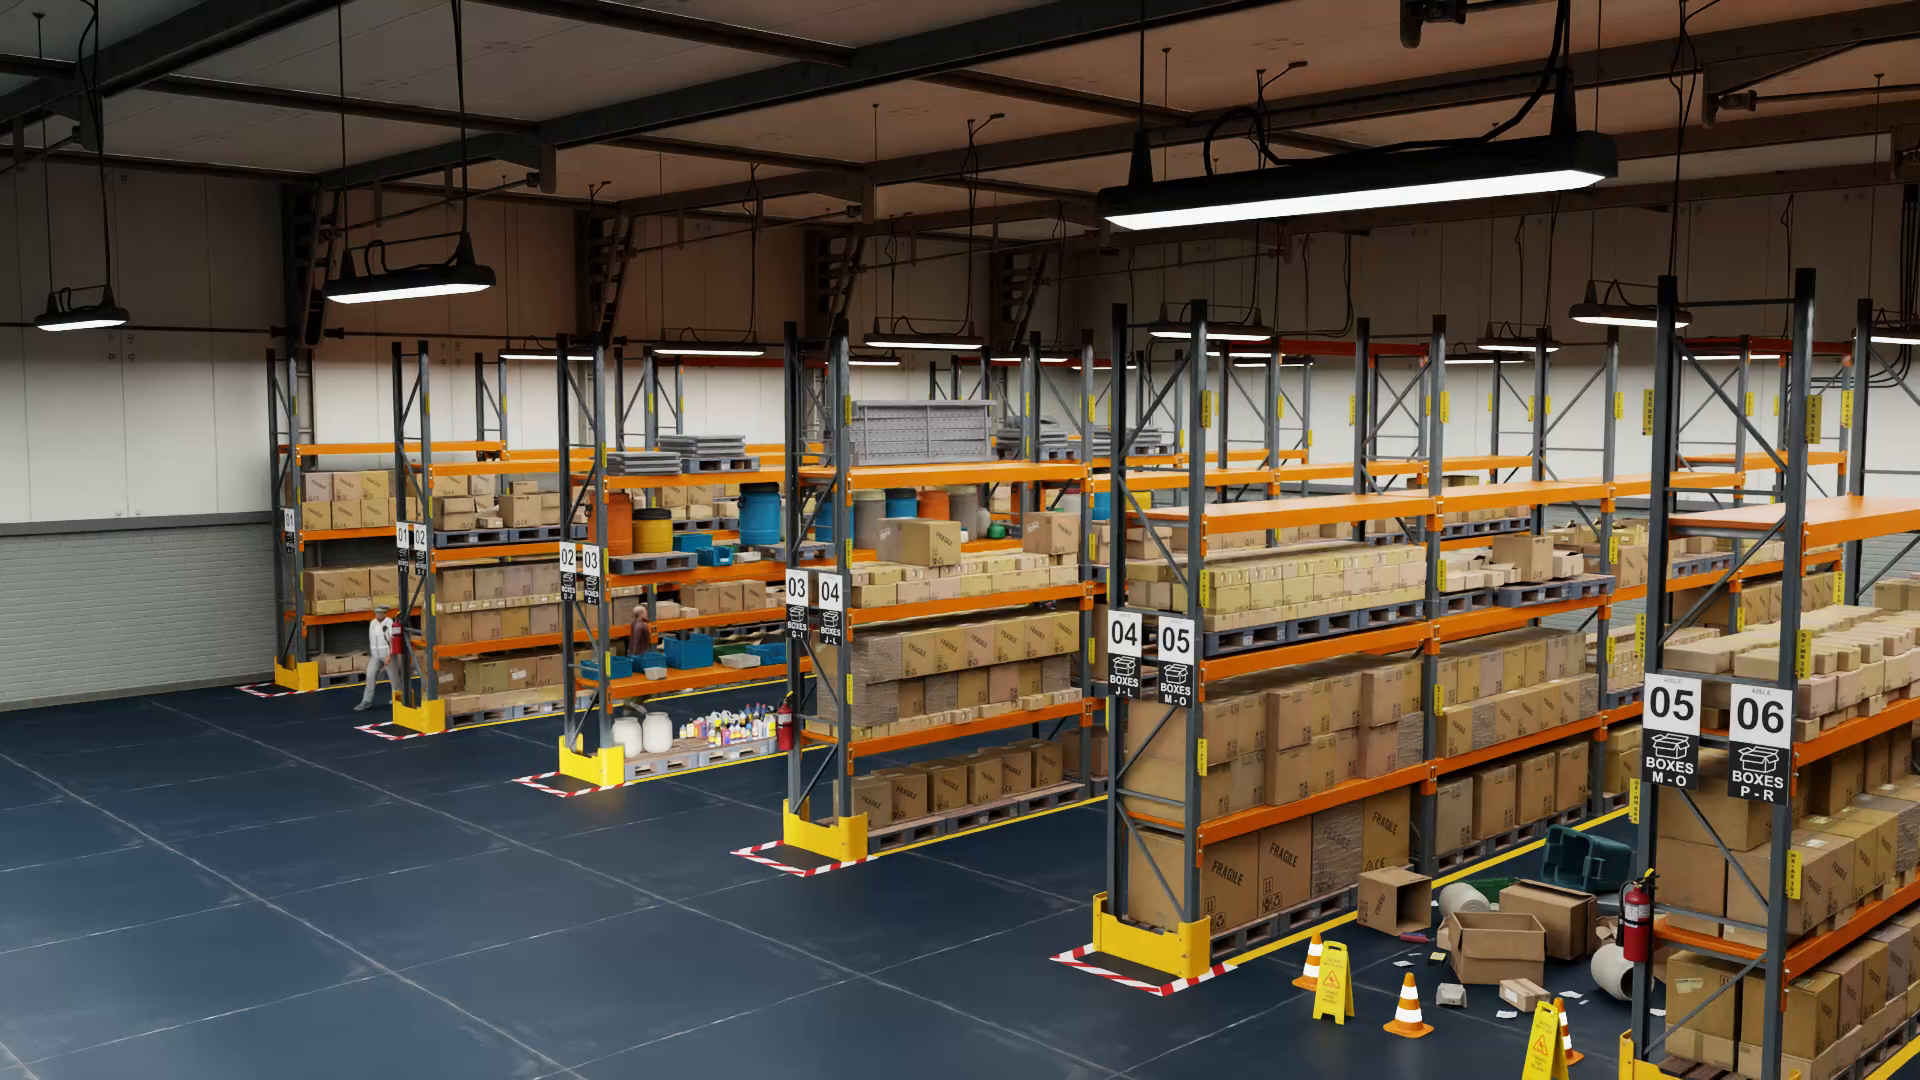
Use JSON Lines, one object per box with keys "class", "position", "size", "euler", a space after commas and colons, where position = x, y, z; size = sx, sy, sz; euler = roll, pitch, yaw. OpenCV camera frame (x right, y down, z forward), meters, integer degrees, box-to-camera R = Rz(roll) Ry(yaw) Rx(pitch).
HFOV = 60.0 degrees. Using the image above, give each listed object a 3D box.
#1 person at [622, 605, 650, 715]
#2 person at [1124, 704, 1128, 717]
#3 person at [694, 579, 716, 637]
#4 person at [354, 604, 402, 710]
{"class": "person", "position": [-5.211, 1.940, 26.891], "size": [0.552, 1.763, 0.593], "euler": [-3, 6, -29]}
{"class": "person", "position": [2.546, 2.157, 25.032], "size": [0.796, 1.698, 0.593], "euler": [-3, 6, -30]}
{"class": "person", "position": [-4.888, 1.538, 32.211], "size": [0.626, 1.711, 0.646], "euler": [3, 6, 32]}
{"class": "person", "position": [-9.583, 1.907, 27.521], "size": [0.571, 1.708, 0.945], "euler": [1, 5, 7]}
